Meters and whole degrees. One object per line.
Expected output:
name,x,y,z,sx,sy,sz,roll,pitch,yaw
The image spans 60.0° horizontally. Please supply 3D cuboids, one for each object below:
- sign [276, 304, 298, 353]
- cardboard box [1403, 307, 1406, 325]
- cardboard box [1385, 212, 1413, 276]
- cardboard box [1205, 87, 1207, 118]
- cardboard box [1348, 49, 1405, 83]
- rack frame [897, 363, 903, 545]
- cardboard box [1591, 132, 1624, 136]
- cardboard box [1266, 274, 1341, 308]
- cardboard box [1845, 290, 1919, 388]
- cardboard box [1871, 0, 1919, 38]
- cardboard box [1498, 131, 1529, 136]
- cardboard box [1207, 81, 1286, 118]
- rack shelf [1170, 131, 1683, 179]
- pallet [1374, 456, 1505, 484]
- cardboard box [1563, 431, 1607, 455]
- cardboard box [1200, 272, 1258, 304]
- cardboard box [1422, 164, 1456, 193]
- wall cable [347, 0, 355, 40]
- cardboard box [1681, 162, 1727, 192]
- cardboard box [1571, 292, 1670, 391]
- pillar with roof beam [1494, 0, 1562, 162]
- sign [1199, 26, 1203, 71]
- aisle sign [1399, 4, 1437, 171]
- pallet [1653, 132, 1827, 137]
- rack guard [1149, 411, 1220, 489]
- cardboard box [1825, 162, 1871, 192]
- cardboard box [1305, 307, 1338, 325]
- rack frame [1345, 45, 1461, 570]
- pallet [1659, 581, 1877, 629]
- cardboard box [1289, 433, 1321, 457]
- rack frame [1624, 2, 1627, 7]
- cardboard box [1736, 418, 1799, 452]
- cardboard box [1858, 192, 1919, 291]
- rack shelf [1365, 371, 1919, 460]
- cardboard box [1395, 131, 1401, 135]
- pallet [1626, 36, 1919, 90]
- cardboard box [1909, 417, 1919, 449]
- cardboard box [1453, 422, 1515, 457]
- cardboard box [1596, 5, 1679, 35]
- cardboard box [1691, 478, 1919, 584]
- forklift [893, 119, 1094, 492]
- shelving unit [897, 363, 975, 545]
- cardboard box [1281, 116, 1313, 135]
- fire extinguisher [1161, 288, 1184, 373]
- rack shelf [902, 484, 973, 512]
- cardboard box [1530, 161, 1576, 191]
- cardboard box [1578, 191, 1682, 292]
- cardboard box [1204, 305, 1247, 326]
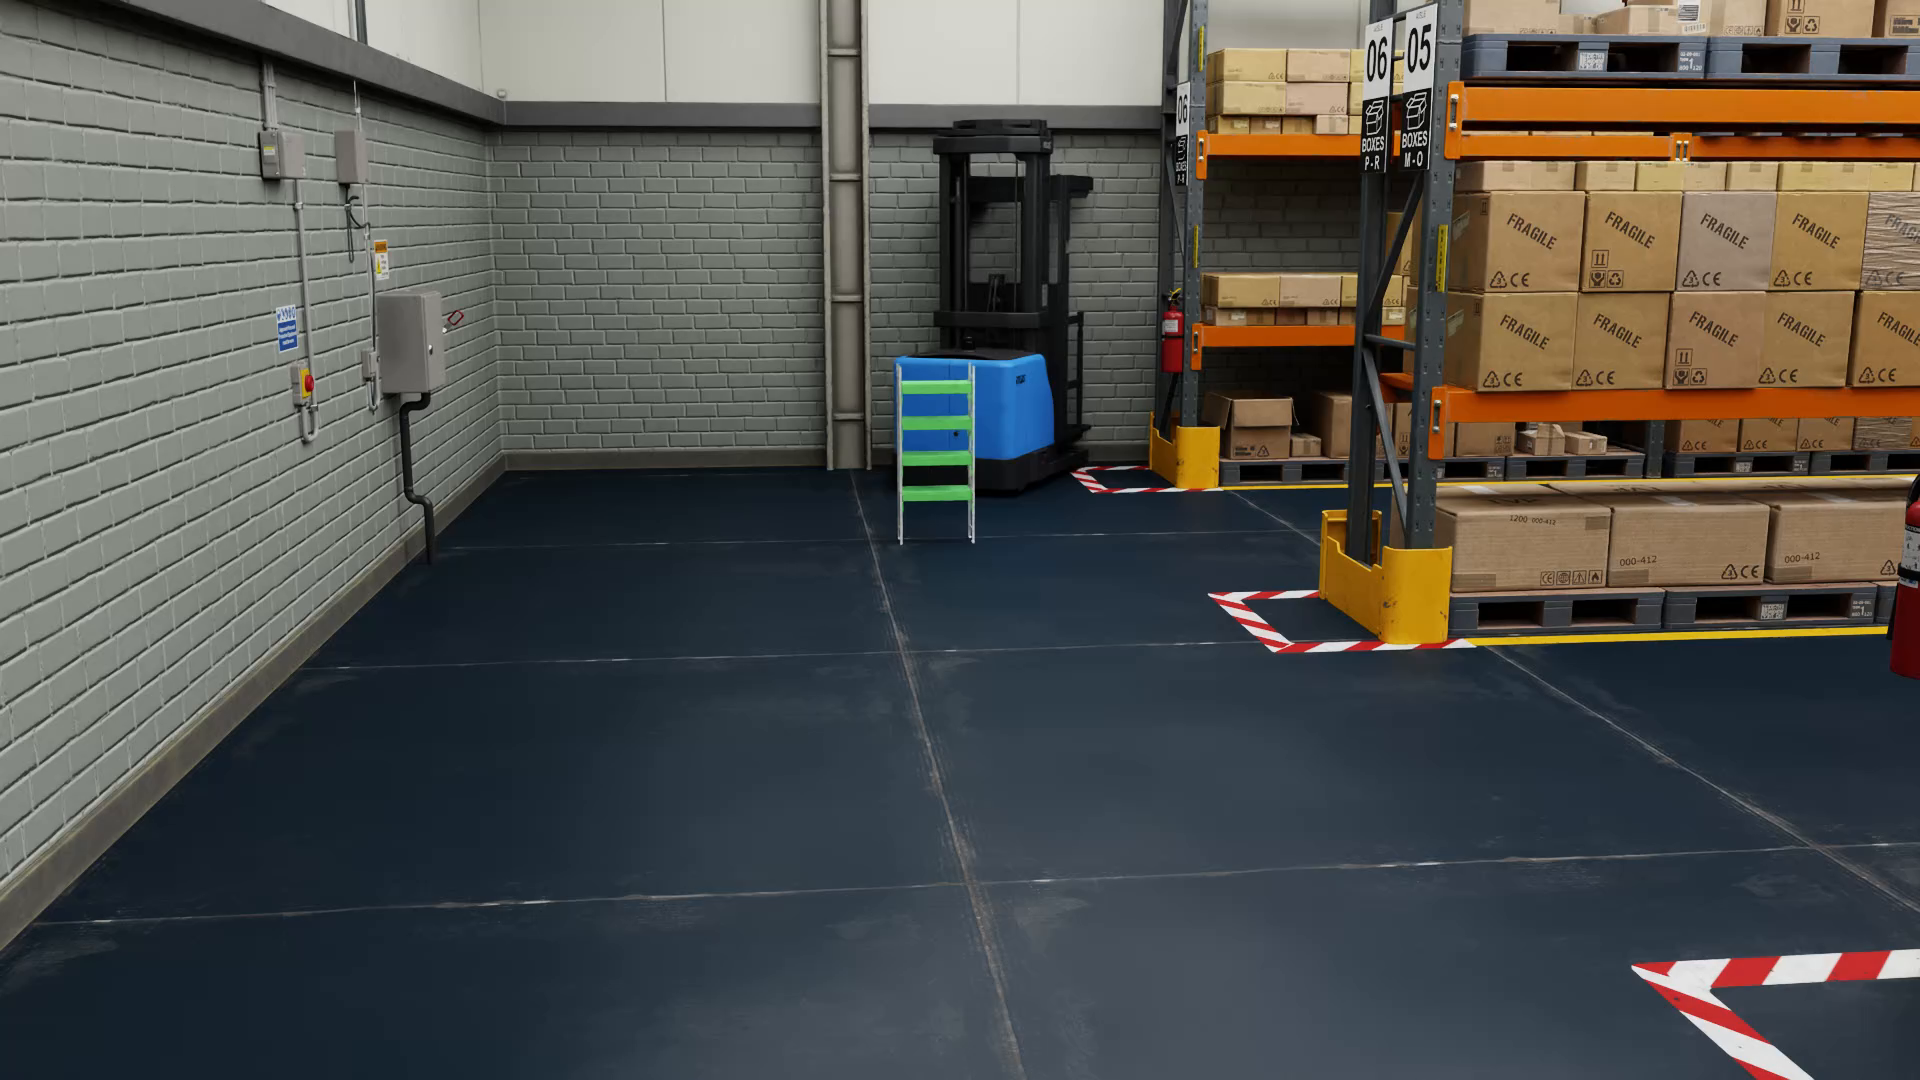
sign,-3.318,-1.044,8.203,0.001,0.218,0.327,-1,11,-6
cardboard box,3.703,-1.854,13.672,0.250,0.149,0.380,-1,11,-5
cardboard box,3.772,-2.425,13.602,0.500,0.500,0.500,-1,11,-5
cardboard box,2.213,-3.602,13.753,0.500,0.250,0.500,-1,11,-7
cardboard box,3.274,-3.767,13.297,0.500,0.250,0.500,-1,11,-7
rack frame,-0.407,-0.580,11.209,0.015,1.200,0.240,-1,11,-6
cardboard box,5.208,-3.359,13.554,0.250,0.149,0.380,-1,11,-6
cardboard box,2.782,-2.037,13.569,0.500,0.250,0.500,-1,11,-5
cardboard box,4.874,-1.093,8.891,0.500,0.500,0.500,-1,11,-7
cardboard box,4.980,-2.871,8.803,0.637,0.503,0.797,0,11,-2
cardboard box,4.426,-3.351,13.513,0.250,0.149,0.380,-1,11,-4
cardboard box,2.271,-3.497,13.221,0.500,0.250,0.500,-1,11,-7
rack shelf,3.789,-3.156,13.736,4.000,0.370,1.077,-1,11,-6
pallet,3.879,-0.671,14.233,1.213,0.211,1.003,-1,11,-6
cardboard box,5.255,-0.818,14.057,0.250,0.149,0.380,-2,11,-8
cardboard box,2.229,-2.129,14.038,0.500,0.250,0.500,-1,11,-4
cardboard box,2.676,-1.948,8.967,0.250,0.149,0.380,-1,11,-5
wall cable,-3.363,-3.959,8.180,0.029,3.000,2.355,-1,11,-6
cardboard box,3.762,-1.883,8.639,0.250,0.149,0.380,-1,11,-6
cardboard box,3.348,-1.064,8.745,0.500,0.500,0.500,-1,11,-7
pillar with roof beam,5.453,-4.356,10.195,0.400,9.000,9.100,-1,11,-6
sign,1.859,-3.793,12.841,0.005,0.325,0.100,-1,11,-6
aisle sign,2.300,-2.263,8.361,0.004,0.787,0.394,-1,11,-6
pallet,6.433,-3.459,13.898,1.003,0.211,1.213,-1,11,-6
rack guard,1.876,-0.771,13.993,0.348,0.500,1.175,-1,11,-6
cardboard box,4.525,-1.895,8.700,0.250,0.149,0.380,-1,11,-6
cardboard box,2.920,-1.847,13.637,0.250,0.149,0.380,-1,11,-4
rack frame,2.340,-1.044,8.903,0.127,3.000,1.000,-1,11,-6
pallet,4.337,0.268,9.459,1.213,0.211,1.003,-1,11,-6
cardboard box,2.846,-0.799,13.958,0.250,0.149,0.380,-2,11,-8
rack frame,5.777,-5.023,13.589,0.127,3.000,1.000,-1,11,-6
cardboard box,6.811,-1.039,14.267,0.500,0.500,0.500,-1,11,-7
cardboard box,4.867,-1.583,8.792,0.500,0.500,0.500,-1,11,-5
rack shelf,4.329,-0.733,9.184,4.000,0.370,1.077,-1,11,-6
cardboard box,3.415,-3.328,13.397,0.250,0.149,0.380,-1,11,-7
pallet,4.292,-2.516,8.843,1.213,0.211,1.003,-1,11,-6
cardboard box,8.338,-1.072,14.437,0.500,0.500,0.500,-1,11,-4
cardboard box,4.305,-1.002,14.080,0.500,0.500,0.700,-2,11,-8
cardboard box,3.447,-2.626,8.478,0.250,0.149,0.380,-1,11,-4
cardboard box,4.791,-0.065,9.476,0.875,0.438,0.875,-2,11,-8
forklift,0.482,-2.058,14.237,1.130,2.935,3.031,4,12,22
shelving unit,-0.165,-0.585,11.235,0.503,1.200,0.258,-1,11,-6
cardboard box,2.657,-3.319,13.350,0.250,0.149,0.380,-1,11,-6
fire extinguisher,1.704,-1.683,13.321,0.183,0.674,0.296,-1,11,-6
rack shelf,-0.165,-0.287,11.293,0.480,0.148,0.258,-1,11,-6
cardboard box,2.976,-1.875,8.599,0.250,0.149,0.380,-1,11,-5
cardboard box,3.361,-1.551,8.631,0.500,0.500,0.500,-2,11,-8
cardboard box,2.157,-1.827,13.536,0.250,0.149,0.380,-1,11,-7
